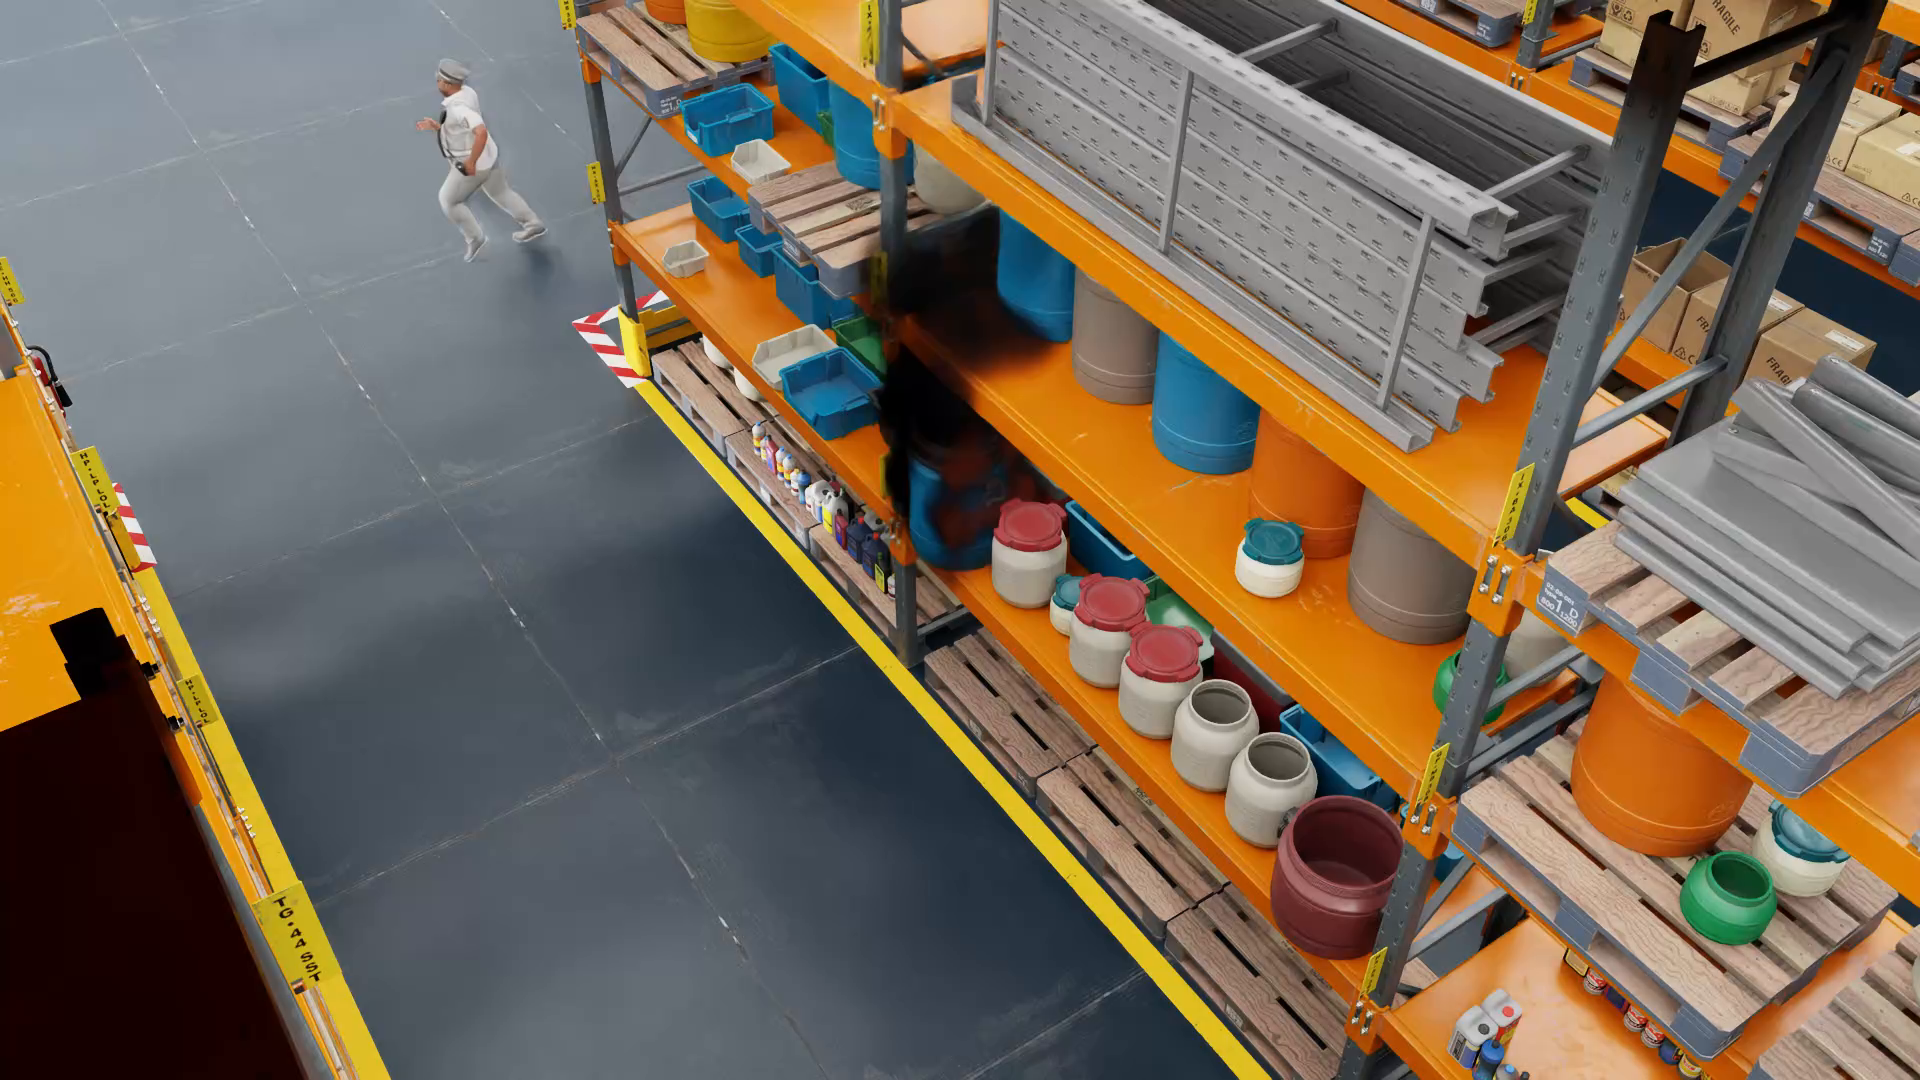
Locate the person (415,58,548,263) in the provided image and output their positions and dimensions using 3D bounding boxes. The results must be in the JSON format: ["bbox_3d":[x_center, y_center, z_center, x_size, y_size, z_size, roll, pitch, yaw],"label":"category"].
[{"bbox_3d":[-4.037,-3.128,13.867,0.906,1.830,0.676,1,43,1],"label":"person"}]

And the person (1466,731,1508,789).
[{"bbox_3d":[2.947,0.736,9.354,0.638,1.843,0.783,-31,51,-29],"label":"person"}]
